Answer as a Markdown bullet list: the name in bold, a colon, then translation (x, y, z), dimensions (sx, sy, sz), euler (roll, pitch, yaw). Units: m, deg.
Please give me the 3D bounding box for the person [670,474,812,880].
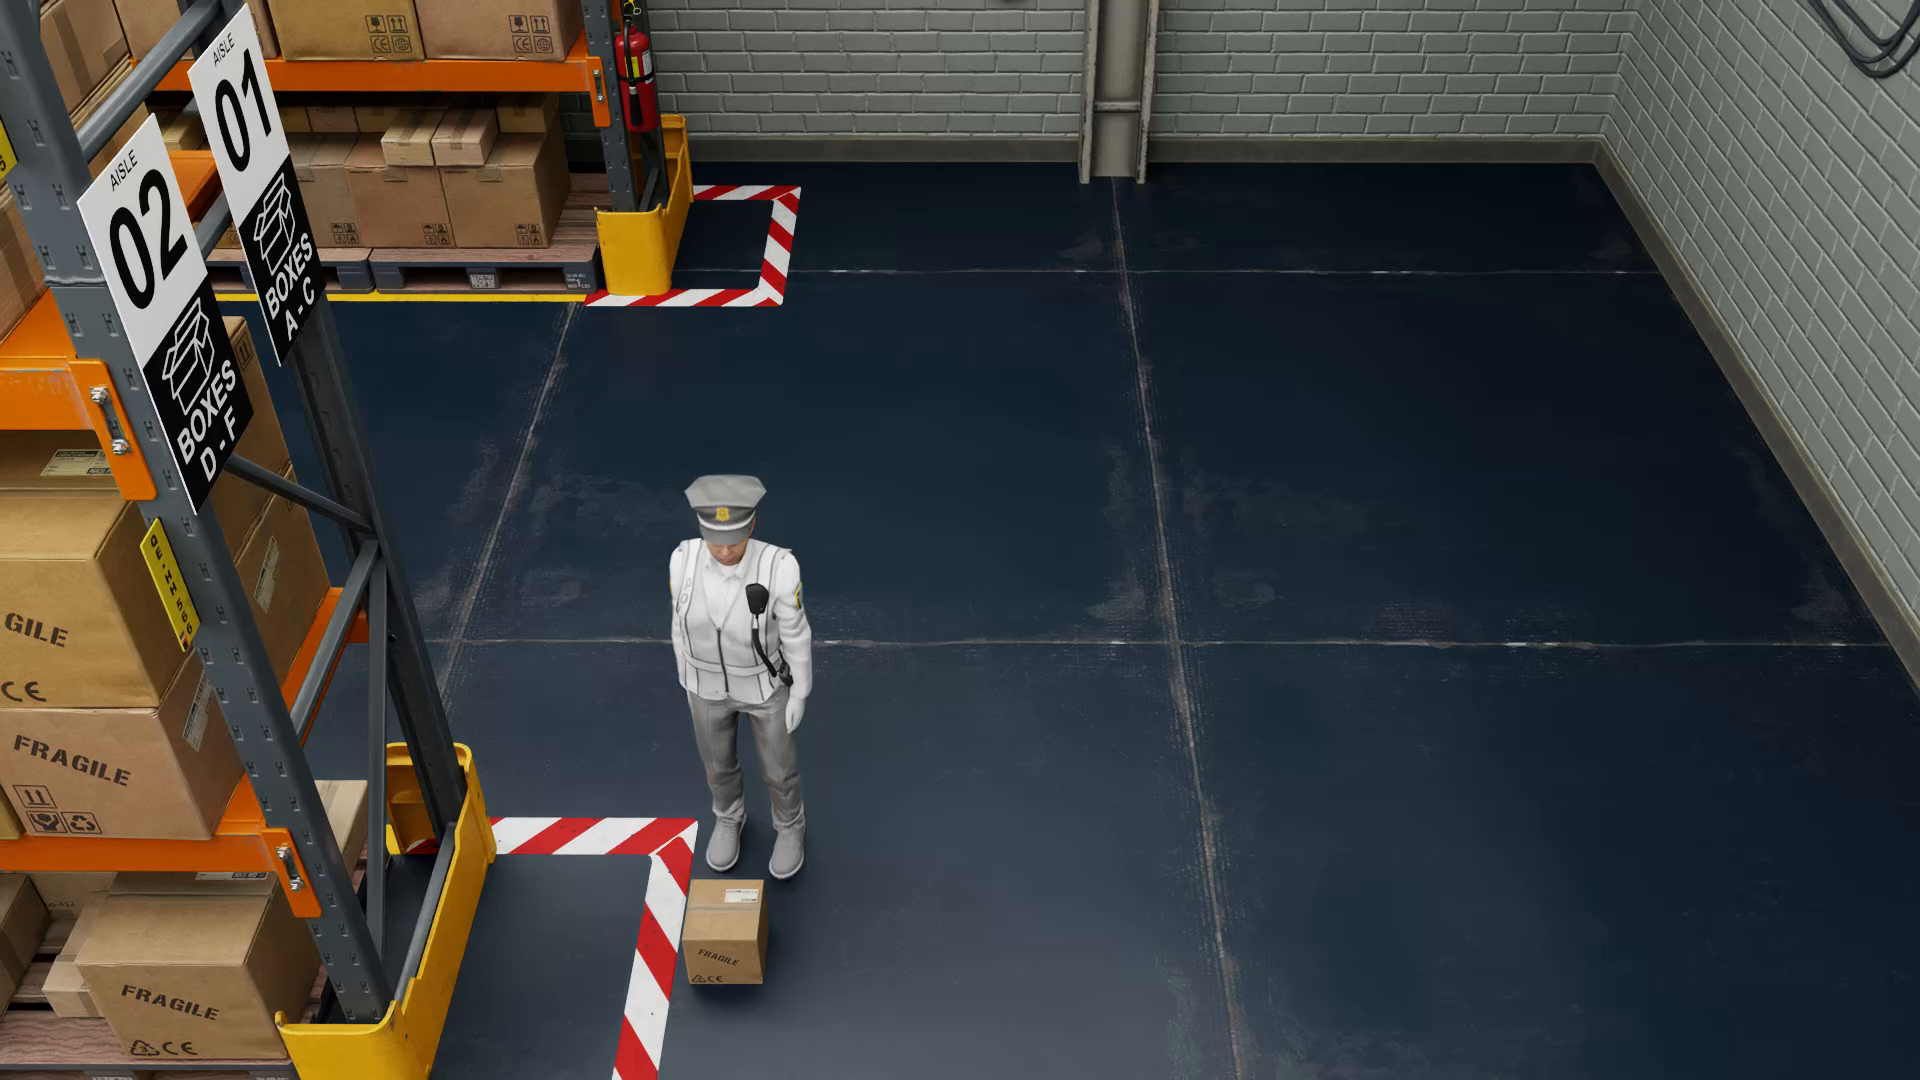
- **person**: translation (-0.722, 0.491, 5.562), dimensions (0.467, 1.672, 0.332), euler (5, 40, 6)
